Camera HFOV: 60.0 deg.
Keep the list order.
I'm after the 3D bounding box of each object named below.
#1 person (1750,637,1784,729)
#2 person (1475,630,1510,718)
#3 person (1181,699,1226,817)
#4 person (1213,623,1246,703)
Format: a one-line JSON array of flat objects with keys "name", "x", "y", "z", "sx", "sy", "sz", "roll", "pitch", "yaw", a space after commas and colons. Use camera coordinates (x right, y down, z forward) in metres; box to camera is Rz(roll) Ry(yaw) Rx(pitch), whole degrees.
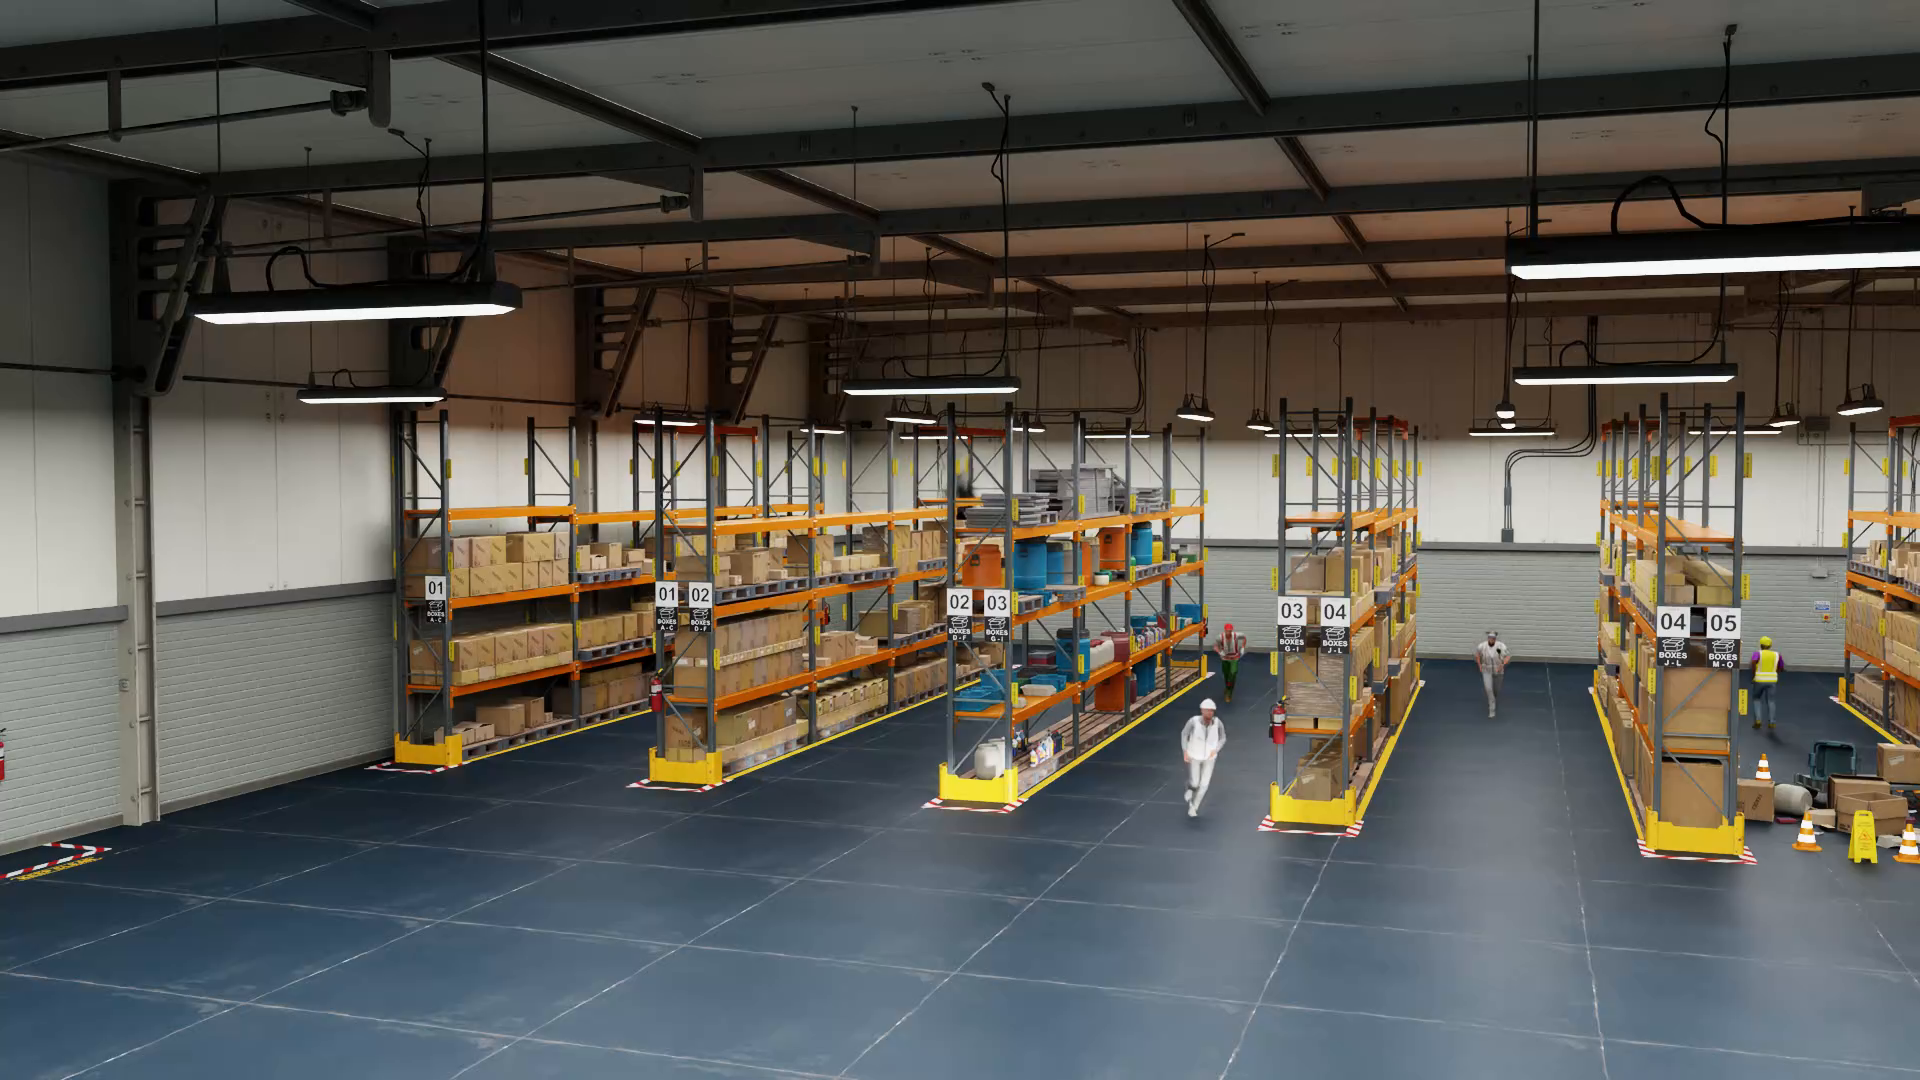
[{"name": "person", "x": 15.414, "y": 2.760, "z": 31.802, "sx": 0.630, "sy": 1.811, "sz": 0.827, "roll": 1, "pitch": 3, "yaw": 16}, {"name": "person", "x": 10.827, "y": 2.699, "z": 33.834, "sx": 0.664, "sy": 1.777, "sz": 1.083, "roll": 1, "pitch": 3, "yaw": 14}, {"name": "person", "x": 3.529, "y": 3.136, "z": 24.140, "sx": 0.640, "sy": 1.711, "sz": 0.709, "roll": 0, "pitch": 2, "yaw": -5}, {"name": "person", "x": 5.835, "y": 2.632, "z": 36.013, "sx": 0.704, "sy": 1.731, "sz": 1.056, "roll": 0, "pitch": 2, "yaw": 8}]
